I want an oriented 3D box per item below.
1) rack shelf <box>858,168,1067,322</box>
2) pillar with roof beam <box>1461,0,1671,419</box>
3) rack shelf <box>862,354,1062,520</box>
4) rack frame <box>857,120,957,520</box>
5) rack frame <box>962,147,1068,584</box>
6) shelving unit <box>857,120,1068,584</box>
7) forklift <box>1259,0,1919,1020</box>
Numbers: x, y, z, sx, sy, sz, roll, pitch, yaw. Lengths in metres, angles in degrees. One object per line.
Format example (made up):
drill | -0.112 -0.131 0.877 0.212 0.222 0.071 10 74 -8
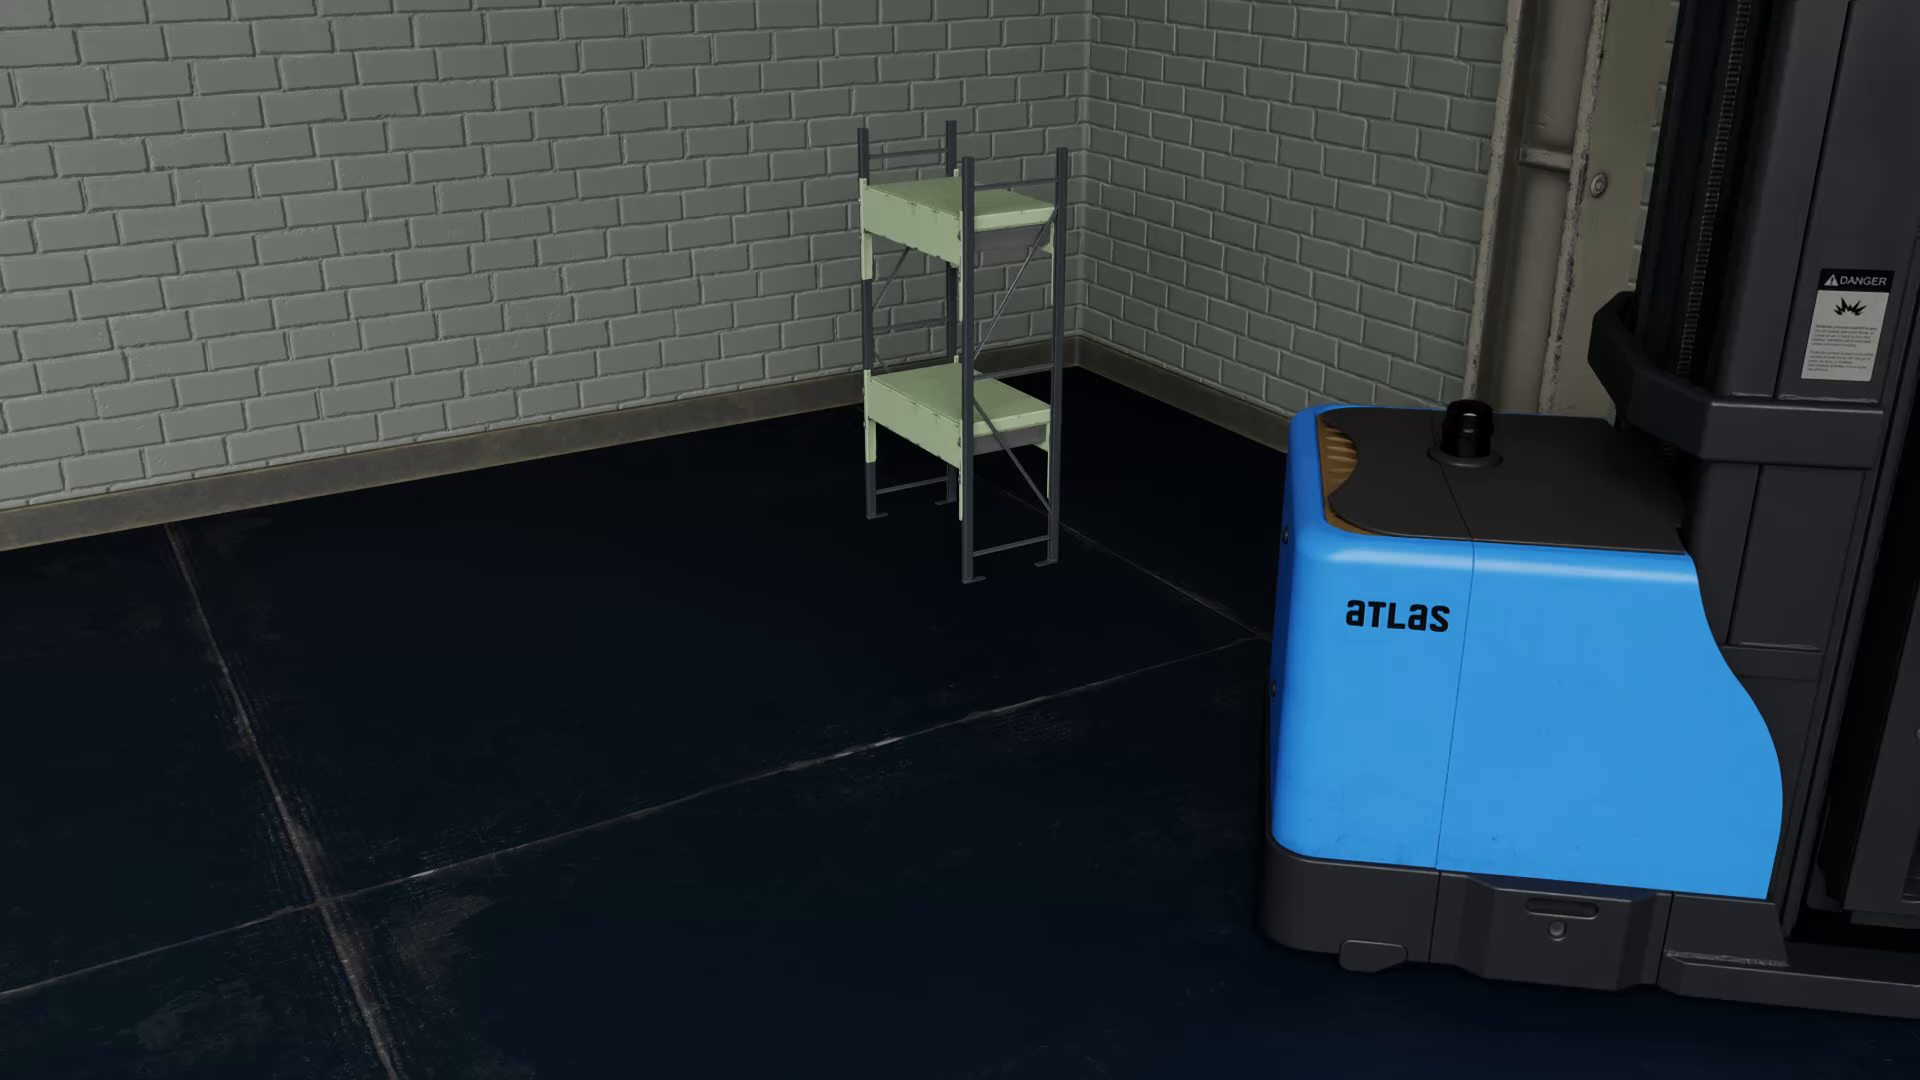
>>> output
rack shelf | -0.003 -1.058 5.887 0.431 0.370 0.720 -13 25 -28
pillar with roof beam | -1.682 -3.249 2.354 9.100 9.000 0.400 -13 25 -28
rack shelf | -0.003 -0.395 6.157 0.431 0.370 0.720 -13 25 -28
rack frame | -0.190 -0.815 6.326 0.400 1.500 0.023 -13 25 -28
rack frame | 0.184 -0.578 5.743 0.400 1.500 0.023 -13 25 -28
shelving unit | -0.003 -0.697 6.034 0.431 1.500 0.755 -13 25 -28
forklift | 2.268 -0.456 3.541 3.031 2.935 1.130 4 22 9
